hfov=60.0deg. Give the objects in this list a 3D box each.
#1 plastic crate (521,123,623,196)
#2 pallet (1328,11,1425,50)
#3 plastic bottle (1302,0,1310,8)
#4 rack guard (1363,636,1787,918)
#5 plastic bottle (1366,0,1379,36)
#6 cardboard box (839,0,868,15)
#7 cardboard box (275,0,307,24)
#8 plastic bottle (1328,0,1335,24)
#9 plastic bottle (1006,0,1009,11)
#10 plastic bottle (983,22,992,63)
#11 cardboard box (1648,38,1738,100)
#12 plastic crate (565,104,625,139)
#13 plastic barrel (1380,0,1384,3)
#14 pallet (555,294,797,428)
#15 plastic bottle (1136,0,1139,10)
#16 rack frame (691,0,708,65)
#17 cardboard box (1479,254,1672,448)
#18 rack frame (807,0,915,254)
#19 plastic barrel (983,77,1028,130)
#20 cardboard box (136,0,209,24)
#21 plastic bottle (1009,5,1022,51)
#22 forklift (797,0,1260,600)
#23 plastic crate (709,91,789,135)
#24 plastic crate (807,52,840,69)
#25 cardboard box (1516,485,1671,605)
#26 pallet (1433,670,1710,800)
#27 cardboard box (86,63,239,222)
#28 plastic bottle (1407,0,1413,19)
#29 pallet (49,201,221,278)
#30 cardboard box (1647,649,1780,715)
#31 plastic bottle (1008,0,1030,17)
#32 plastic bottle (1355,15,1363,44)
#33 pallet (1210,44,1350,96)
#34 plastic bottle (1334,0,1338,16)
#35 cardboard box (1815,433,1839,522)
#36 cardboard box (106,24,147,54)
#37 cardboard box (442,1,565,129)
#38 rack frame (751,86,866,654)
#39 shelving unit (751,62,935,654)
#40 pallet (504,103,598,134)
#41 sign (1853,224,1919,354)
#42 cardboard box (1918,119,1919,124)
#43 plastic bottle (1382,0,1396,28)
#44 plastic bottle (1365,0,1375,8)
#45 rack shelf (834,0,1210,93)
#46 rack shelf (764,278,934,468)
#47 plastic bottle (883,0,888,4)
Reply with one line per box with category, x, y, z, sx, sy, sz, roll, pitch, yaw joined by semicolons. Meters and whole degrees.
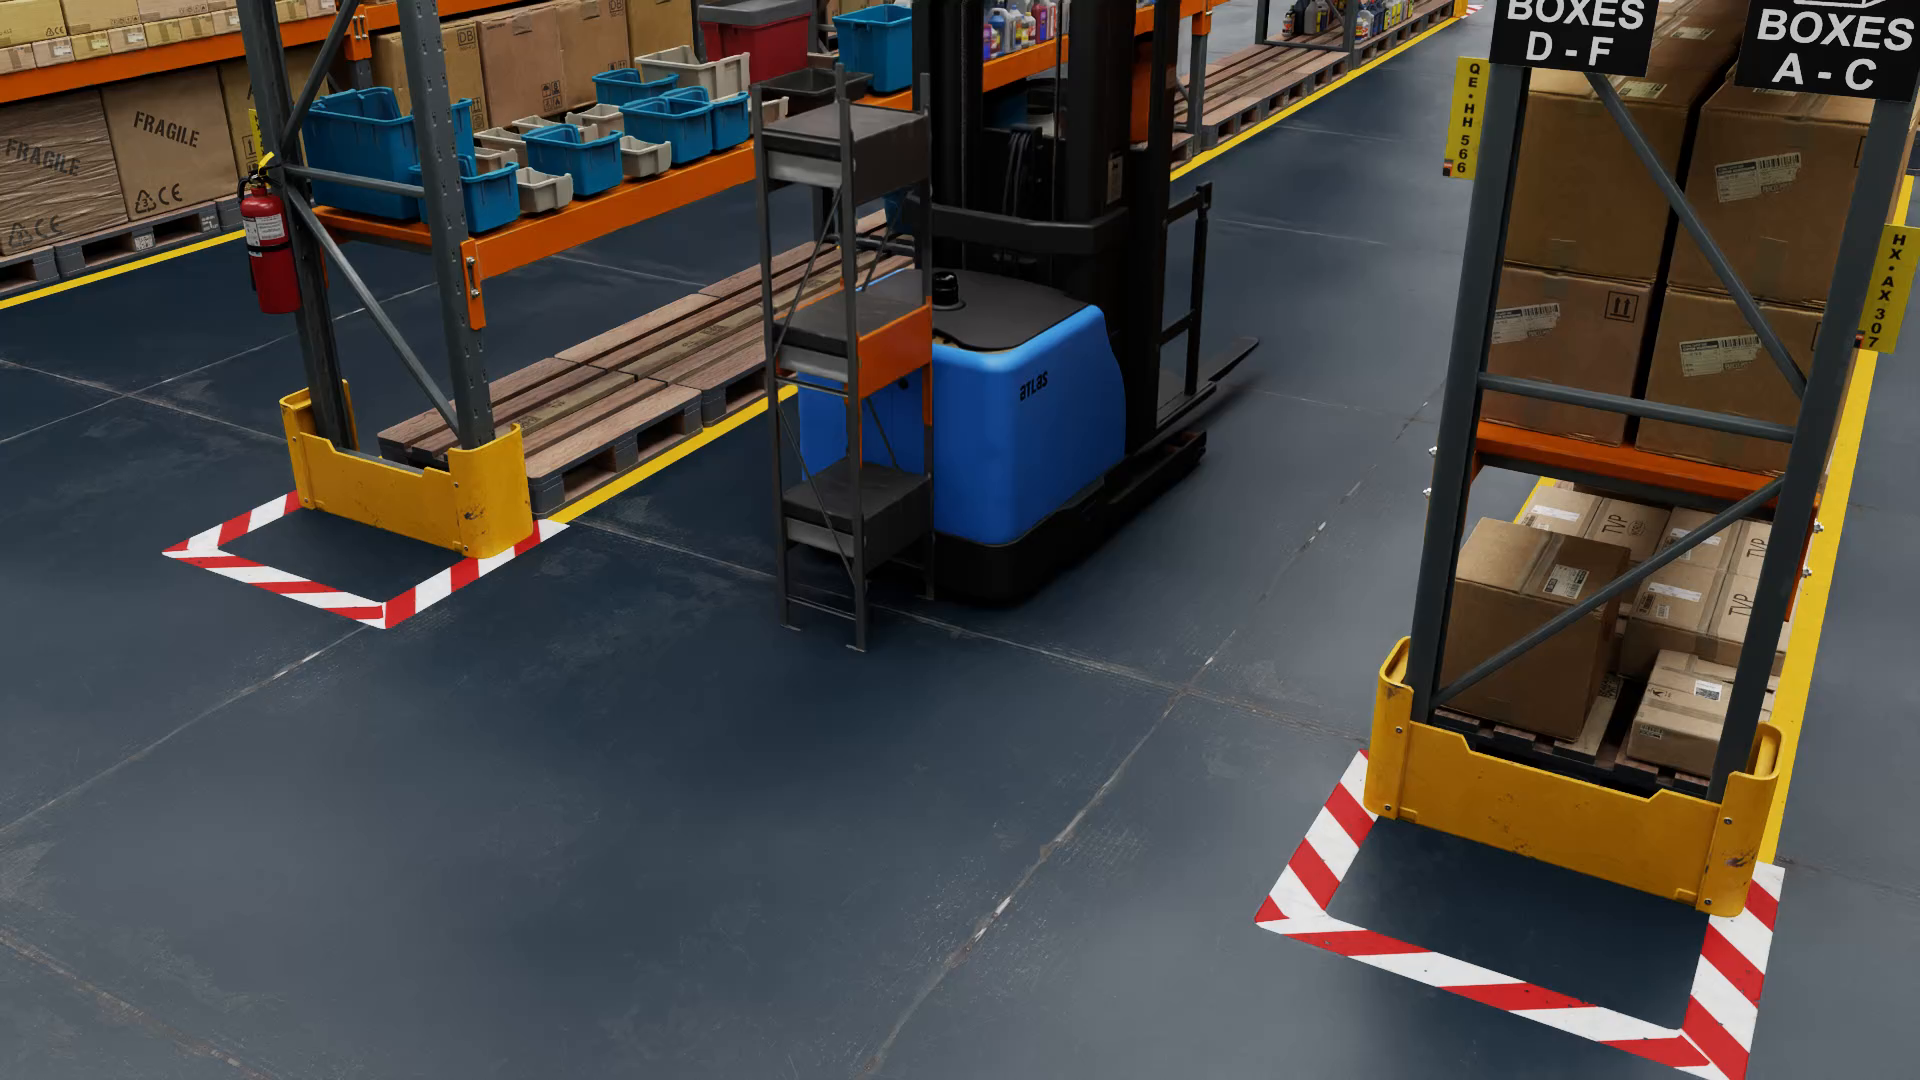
plastic crate;-1.712;-1.688;7.392;0.416;0.233;0.300;14;30;26
pallet;4.425;-5.616;18.233;1.003;0.211;1.213;14;30;26
plastic bottle;3.619;-5.534;17.422;0.144;0.351;0.185;13;29;24
rack guard;1.904;0.724;5.245;1.175;0.500;0.348;14;30;26
plastic bottle;4.217;-5.368;17.091;0.144;0.351;0.185;15;30;27
cardboard box;-1.425;-5.886;17.959;0.700;0.500;0.500;14;30;26
cardboard box;-4.780;-3.702;11.575;0.380;0.149;0.250;15;30;27
plastic bottle;3.955;-5.669;17.767;0.061;0.283;0.133;14;30;26
plastic bottle;0.315;-3.881;11.790;0.152;0.276;0.135;14;30;26
plastic bottle;0.141;-3.064;10.150;0.061;0.283;0.133;14;30;26
cardboard box;2.094;-1.287;5.241;0.500;0.500;0.500;15;30;27
plastic crate;-1.800;-2.066;8.254;0.298;0.136;0.250;14;30;26
plastic barrel;4.923;-6.298;18.791;0.421;0.512;0.421;0;27;0
pallet;-1.404;-0.996;9.003;1.003;0.211;1.213;14;30;26
plastic bottle;1.238;-3.913;11.938;0.097;0.201;0.097;0;27;0
rack frame;-2.821;-5.665;15.215;1.000;3.000;0.127;14;30;26
cardboard box;1.850;-0.643;5.072;0.500;0.500;0.500;15;30;28
rack frame;-0.477;-3.015;9.922;1.000;3.000;0.127;14;30;26
plastic barrel;0.154;-2.749;11.265;0.600;0.901;0.708;14;30;26
cardboard box;-5.281;-3.541;10.807;0.500;0.250;0.500;15;30;27
plastic bottle;0.344;-3.236;10.507;0.097;0.271;0.097;0;27;0
forklift;0.524;-1.690;7.352;1.130;2.935;3.031;15;30;28
plastic crate;-1.071;-2.179;8.480;0.293;0.136;0.466;14;30;26
plastic crate;-0.830;-2.774;9.668;0.396;0.136;0.243;14;30;26
cardboard box;2.413;0.039;6.401;0.500;0.250;0.500;14;30;26
pallet;2.295;0.543;5.931;1.003;0.211;1.213;14;30;26
cardboard box;-5.626;-2.753;11.303;0.875;0.875;0.875;14;30;26
plastic bottle;4.863;-5.812;18.052;0.061;0.283;0.133;15;30;27
pallet;-5.830;-2.102;11.214;1.003;0.211;1.213;14;30;26
cardboard box;2.495;0.521;5.531;0.380;0.166;0.250;14;30;26
plastic bottle;0.406;-3.450;10.930;0.152;0.276;0.135;14;30;26
plastic bottle;3.997;-5.137;16.718;0.097;0.271;0.097;0;27;0
pallet;3.106;-4.571;16.146;1.003;0.211;1.213;14;30;26
plastic bottle;4.095;-5.897;18.235;0.097;0.271;0.097;0;27;0
cardboard box;3.432;-0.340;7.091;0.500;0.311;0.500;14;30;26
cardboard box;-5.412;-3.203;10.577;0.380;0.149;0.250;15;30;27
cardboard box;-4.052;-3.946;13.686;1.225;0.875;0.875;13;29;24
rack frame;-0.534;-0.550;6.002;0.400;2.100;0.015;15;30;28
shelving unit;-0.406;-0.643;6.188;0.431;2.100;0.503;15;30;28
pallet;-3.876;-3.653;14.312;1.003;0.211;1.213;14;30;26
sign;2.339;-0.632;4.194;0.100;0.325;0.005;14;30;26
cardboard box;4.262;-2.291;7.894;0.700;0.500;0.500;4;27;9
plastic bottle;4.519;-5.607;17.569;0.144;0.351;0.185;14;30;26
plastic bottle;4.378;-5.597;17.631;0.152;0.276;0.135;14;30;26
rack shelf;0.507;-3.473;11.640;1.077;0.370;4.000;14;30;26
rack shelf;-0.406;-0.630;6.194;0.431;0.518;0.480;15;30;28
plastic bottle;-0.490;-3.288;10.597;0.061;0.283;0.133;14;30;26
